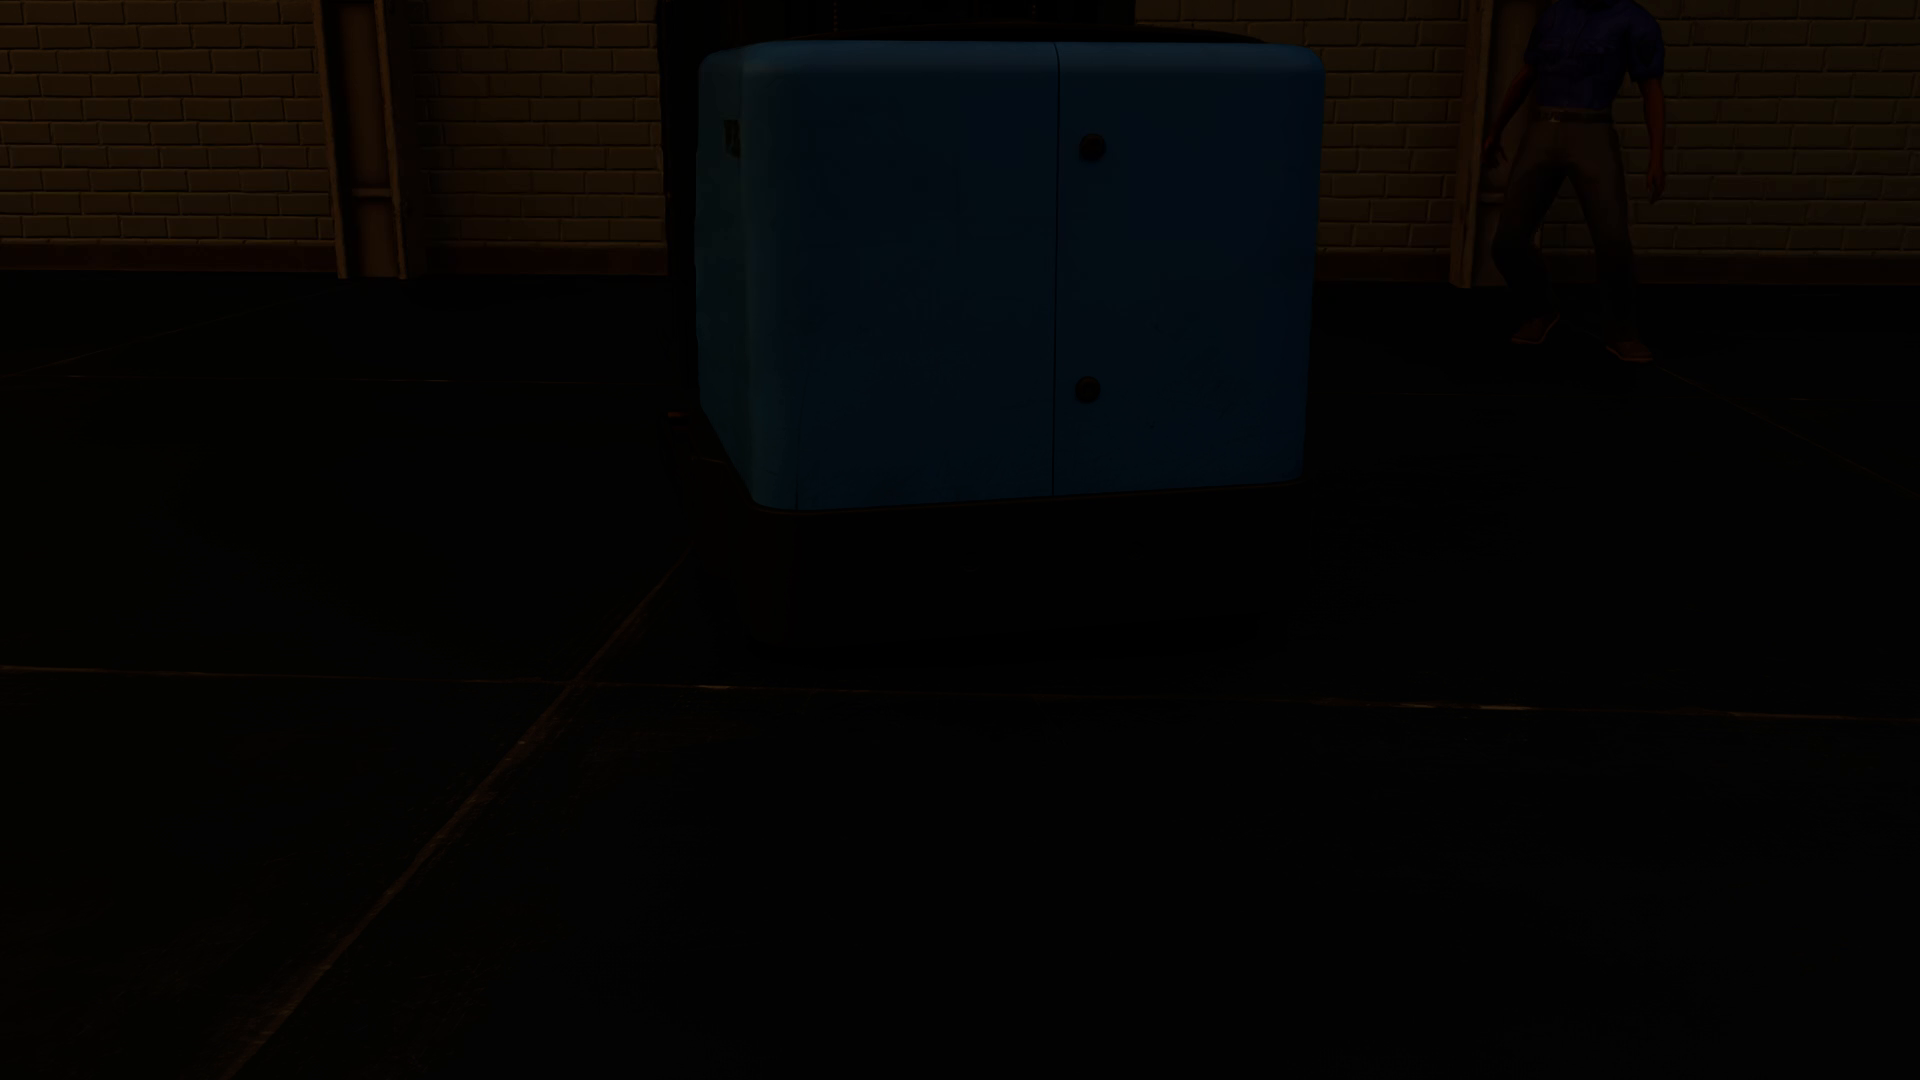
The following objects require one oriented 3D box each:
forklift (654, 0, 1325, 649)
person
[{"bbox_3d":[-0.204,-1.571,4.004,1.130,2.935,3.031,-4,16,-14],"label":"forklift"},{"bbox_3d":[2.359,-1.503,6.356,0.461,1.582,0.814,-13,20,-40],"label":"person"}]
